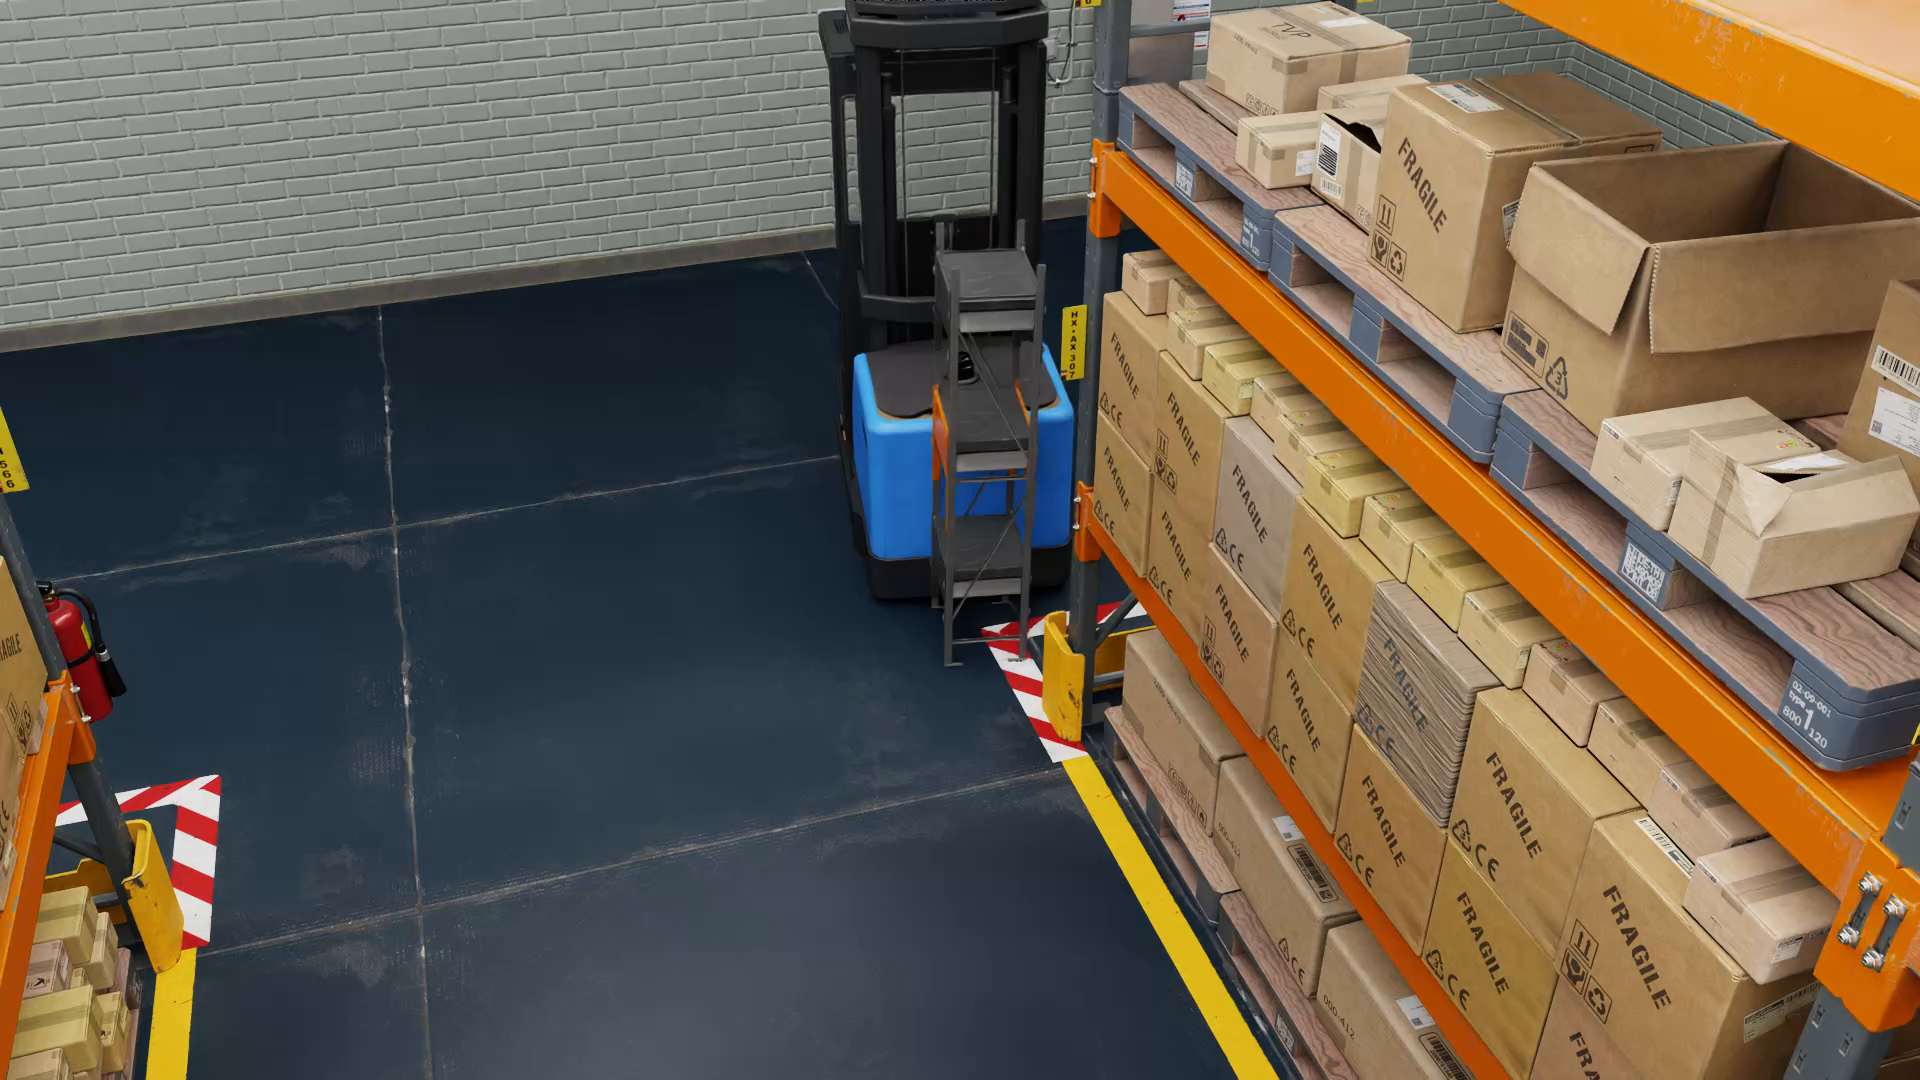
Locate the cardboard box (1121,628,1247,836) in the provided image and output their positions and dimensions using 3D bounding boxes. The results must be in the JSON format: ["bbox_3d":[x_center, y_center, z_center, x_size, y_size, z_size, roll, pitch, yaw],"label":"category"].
[{"bbox_3d":[1.284,0.737,7.176,0.875,0.438,0.875,-11,35,-16],"label":"cardboard box"}]

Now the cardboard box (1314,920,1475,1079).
[{"bbox_3d":[1.844,1.690,5.735,0.875,0.438,0.875,-11,35,-16],"label":"cardboard box"}]

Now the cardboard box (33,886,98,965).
[{"bbox_3d":[-3.293,1.400,5.895,0.380,0.149,0.250,-10,35,-14],"label":"cardboard box"}]

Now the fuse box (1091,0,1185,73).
[{"bbox_3d":[1.290,-3.182,12.333,0.539,1.711,0.414,-10,35,-15],"label":"fuse box"}]

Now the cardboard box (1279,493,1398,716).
[{"bbox_3d":[1.344,0.155,5.116,0.500,0.500,0.500,-10,35,-15],"label":"cardboard box"}]

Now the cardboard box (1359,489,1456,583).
[{"bbox_3d":[1.391,-0.032,4.812,0.380,0.149,0.250,-10,35,-15],"label":"cardboard box"}]

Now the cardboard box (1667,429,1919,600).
[{"bbox_3d":[1.708,-0.080,3.399,0.396,0.266,0.258,-9,34,-13],"label":"cardboard box"}]

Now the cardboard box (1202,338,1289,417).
[{"bbox_3d":[1.047,-0.566,5.620,0.380,0.149,0.250,-11,35,-16],"label":"cardboard box"}]

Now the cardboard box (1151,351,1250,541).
[{"bbox_3d":[1.027,-0.375,5.919,0.500,0.500,0.500,-11,35,-16],"label":"cardboard box"}]

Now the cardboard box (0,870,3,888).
[{"bbox_3d":[-2.998,0.962,4.533,0.500,0.500,0.500,-10,35,-15],"label":"cardboard box"}]

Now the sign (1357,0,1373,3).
[{"bbox_3d":[1.508,-2.158,6.163,0.100,0.325,0.005,-10,35,-15],"label":"sign"}]

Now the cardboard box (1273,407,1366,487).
[{"bbox_3d":[1.213,-0.299,5.216,0.380,0.149,0.250,-10,35,-14],"label":"cardboard box"}]

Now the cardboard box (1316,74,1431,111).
[{"bbox_3d":[1.414,-1.422,5.536,0.380,0.149,0.250,-13,36,-18],"label":"cardboard box"}]

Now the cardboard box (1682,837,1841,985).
[{"bbox_3d":[1.810,0.776,3.588,0.380,0.149,0.250,-11,35,-16],"label":"cardboard box"}]

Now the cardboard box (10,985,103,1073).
[{"bbox_3d":[-3.071,1.657,5.507,0.380,0.149,0.250,-11,35,-16],"label":"cardboard box"}]

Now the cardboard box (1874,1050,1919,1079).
[{"bbox_3d":[2.313,1.282,4.319,0.500,0.500,0.500,-9,34,-13],"label":"cardboard box"}]

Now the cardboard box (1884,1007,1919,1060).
[{"bbox_3d":[2.293,0.864,4.043,0.500,0.500,0.500,-10,35,-14],"label":"cardboard box"}]

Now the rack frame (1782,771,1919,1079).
[{"bbox_3d":[2.207,1.614,3.907,1.000,3.000,0.127,-10,35,-15],"label":"rack frame"}]

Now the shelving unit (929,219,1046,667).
[{"bbox_3d":[0.108,-0.406,7.771,0.431,2.100,0.503,-4,34,-7],"label":"shelving unit"}]

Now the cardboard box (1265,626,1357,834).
[{"bbox_3d":[1.348,0.563,5.405,0.500,0.500,0.500,-9,34,-13],"label":"cardboard box"}]

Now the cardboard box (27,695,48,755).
[{"bbox_3d":[-3.328,0.627,5.627,0.380,0.149,0.250,-10,35,-15],"label":"cardboard box"}]

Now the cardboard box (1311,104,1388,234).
[{"bbox_3d":[1.396,-1.123,4.937,0.500,0.311,0.500,-9,35,-14],"label":"cardboard box"}]

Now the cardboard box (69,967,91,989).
[{"bbox_3d":[-3.235,1.665,5.765,0.380,0.149,0.250,-11,35,-16],"label":"cardboard box"}]

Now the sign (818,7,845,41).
[{"bbox_3d":[-0.820,-3.580,11.521,0.327,0.218,0.001,-10,35,-15],"label":"sign"}]

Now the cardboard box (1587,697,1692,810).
[{"bbox_3d":[1.766,0.487,4.026,0.380,0.149,0.250,-10,35,-15],"label":"cardboard box"}]

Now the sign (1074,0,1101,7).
[{"bbox_3d":[0.457,-2.045,5.859,0.100,0.325,0.005,-10,35,-15],"label":"sign"}]

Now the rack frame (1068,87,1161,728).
[{"bbox_3d":[0.987,-0.486,7.085,1.000,3.000,0.127,-10,35,-15],"label":"rack frame"}]

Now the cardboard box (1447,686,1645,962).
[{"bbox_3d":[1.653,0.686,4.313,0.500,0.500,0.500,-11,35,-15],"label":"cardboard box"}]

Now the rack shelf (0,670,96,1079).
[{"bbox_3d":[-3.086,1.749,4.354,1.077,0.370,4.000,-10,35,-15],"label":"rack shelf"}]

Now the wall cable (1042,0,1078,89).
[{"bbox_3d":[0.592,-4.111,11.649,0.588,1.984,0.122,-10,35,-15],"label":"wall cable"}]

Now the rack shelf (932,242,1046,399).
[{"bbox_3d":[0.121,-0.979,7.394,0.431,0.518,0.480,-4,34,-7],"label":"rack shelf"}]

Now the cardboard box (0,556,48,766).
[{"bbox_3d":[-3.314,0.426,5.344,0.500,0.500,0.500,-9,35,-14],"label":"cardboard box"}]

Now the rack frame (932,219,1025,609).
[{"bbox_3d":[0.073,-0.539,7.972,0.400,2.100,0.015,-4,34,-7],"label":"rack frame"}]

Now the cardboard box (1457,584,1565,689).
[{"bbox_3d":[1.561,0.231,4.412,0.380,0.149,0.250,-10,35,-15],"label":"cardboard box"}]

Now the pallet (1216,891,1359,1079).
[{"bbox_3d":[1.674,1.723,6.271,1.003,0.211,1.213,-10,35,-15],"label":"pallet"}]

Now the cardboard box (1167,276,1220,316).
[{"bbox_3d":[0.979,-0.857,6.060,0.380,0.149,0.250,-9,35,-14],"label":"cardboard box"}]

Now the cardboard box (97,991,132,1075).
[{"bbox_3d":[-3.162,1.773,5.871,0.380,0.149,0.250,-9,35,-13],"label":"cardboard box"}]

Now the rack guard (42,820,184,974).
[{"bbox_3d":[-3.673,1.482,6.374,1.175,0.500,0.348,-10,35,-15],"label":"rack guard"}]

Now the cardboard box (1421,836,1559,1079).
[{"bbox_3d":[1.660,1.102,4.590,0.500,0.500,0.500,-11,35,-16],"label":"cardboard box"}]

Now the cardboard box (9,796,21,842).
[{"bbox_3d":[-3.197,0.893,5.224,0.380,0.149,0.250,-10,35,-15],"label":"cardboard box"}]

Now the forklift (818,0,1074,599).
[{"bbox_3d":[-0.146,-1.720,9.014,1.130,2.935,3.031,-5,34,-7],"label":"forklift"}]

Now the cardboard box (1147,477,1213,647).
[{"bbox_3d":[1.041,0.033,6.208,0.500,0.500,0.500,-10,35,-15],"label":"cardboard box"}]

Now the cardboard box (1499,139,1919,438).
[{"bbox_3d":[1.765,-0.600,3.971,0.797,0.503,0.637,-7,34,-11],"label":"cardboard box"}]

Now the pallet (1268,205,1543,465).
[{"bbox_3d":[1.599,-0.672,4.724,1.003,0.211,1.213,-10,35,-15],"label":"pallet"}]

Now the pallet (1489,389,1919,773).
[{"bbox_3d":[1.968,-0.032,3.757,1.003,0.211,1.213,-10,35,-15],"label":"pallet"}]

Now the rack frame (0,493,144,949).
[{"bbox_3d":[-3.696,0.399,5.745,1.000,3.000,0.127,-10,35,-15],"label":"rack frame"}]

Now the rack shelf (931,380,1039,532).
[{"bbox_3d":[0.108,-0.394,7.778,0.431,0.518,0.480,-4,34,-7],"label":"rack shelf"}]

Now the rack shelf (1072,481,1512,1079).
[{"bbox_3d":[1.597,0.864,5.694,1.077,0.370,4.000,-10,35,-15],"label":"rack shelf"}]
